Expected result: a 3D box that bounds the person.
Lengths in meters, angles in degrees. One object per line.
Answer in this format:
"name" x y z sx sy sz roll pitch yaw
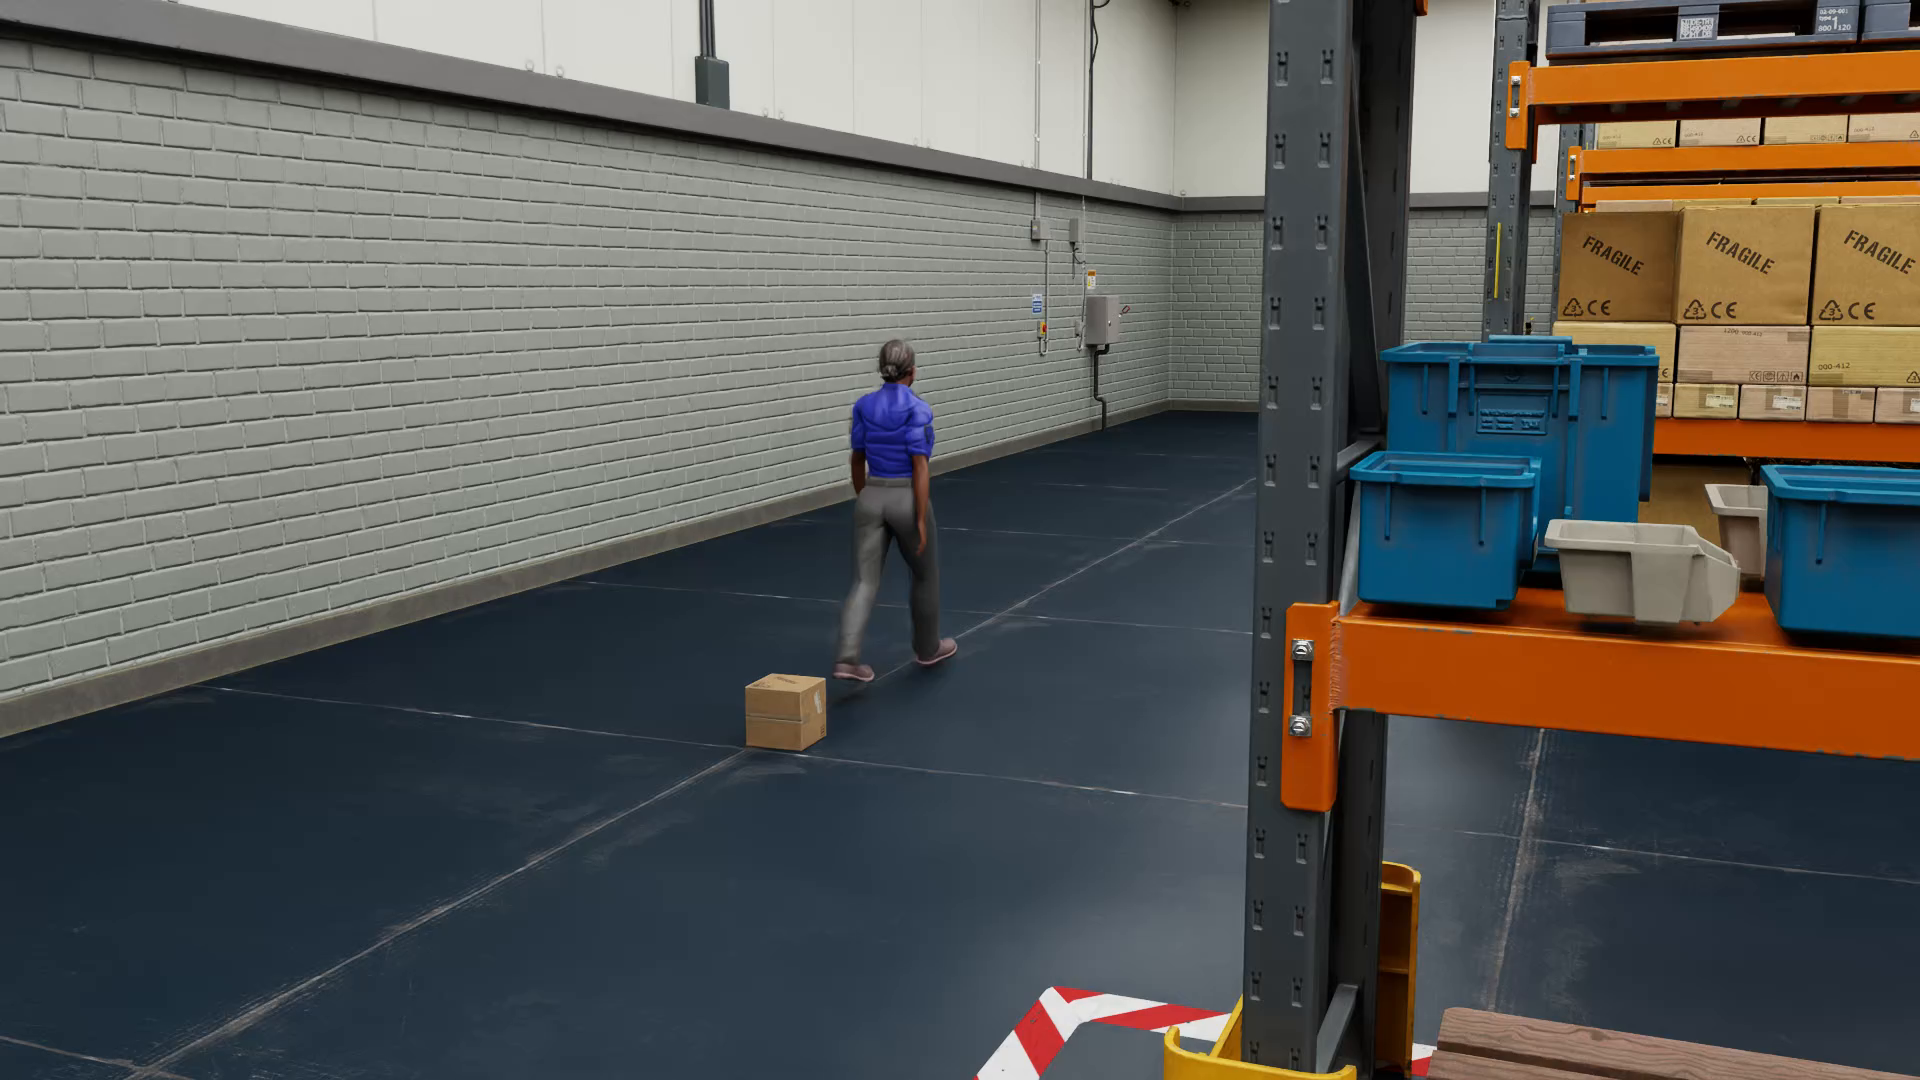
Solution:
"person" -0.324 -0.140 7.823 0.455 1.598 1.039 3 9 20
